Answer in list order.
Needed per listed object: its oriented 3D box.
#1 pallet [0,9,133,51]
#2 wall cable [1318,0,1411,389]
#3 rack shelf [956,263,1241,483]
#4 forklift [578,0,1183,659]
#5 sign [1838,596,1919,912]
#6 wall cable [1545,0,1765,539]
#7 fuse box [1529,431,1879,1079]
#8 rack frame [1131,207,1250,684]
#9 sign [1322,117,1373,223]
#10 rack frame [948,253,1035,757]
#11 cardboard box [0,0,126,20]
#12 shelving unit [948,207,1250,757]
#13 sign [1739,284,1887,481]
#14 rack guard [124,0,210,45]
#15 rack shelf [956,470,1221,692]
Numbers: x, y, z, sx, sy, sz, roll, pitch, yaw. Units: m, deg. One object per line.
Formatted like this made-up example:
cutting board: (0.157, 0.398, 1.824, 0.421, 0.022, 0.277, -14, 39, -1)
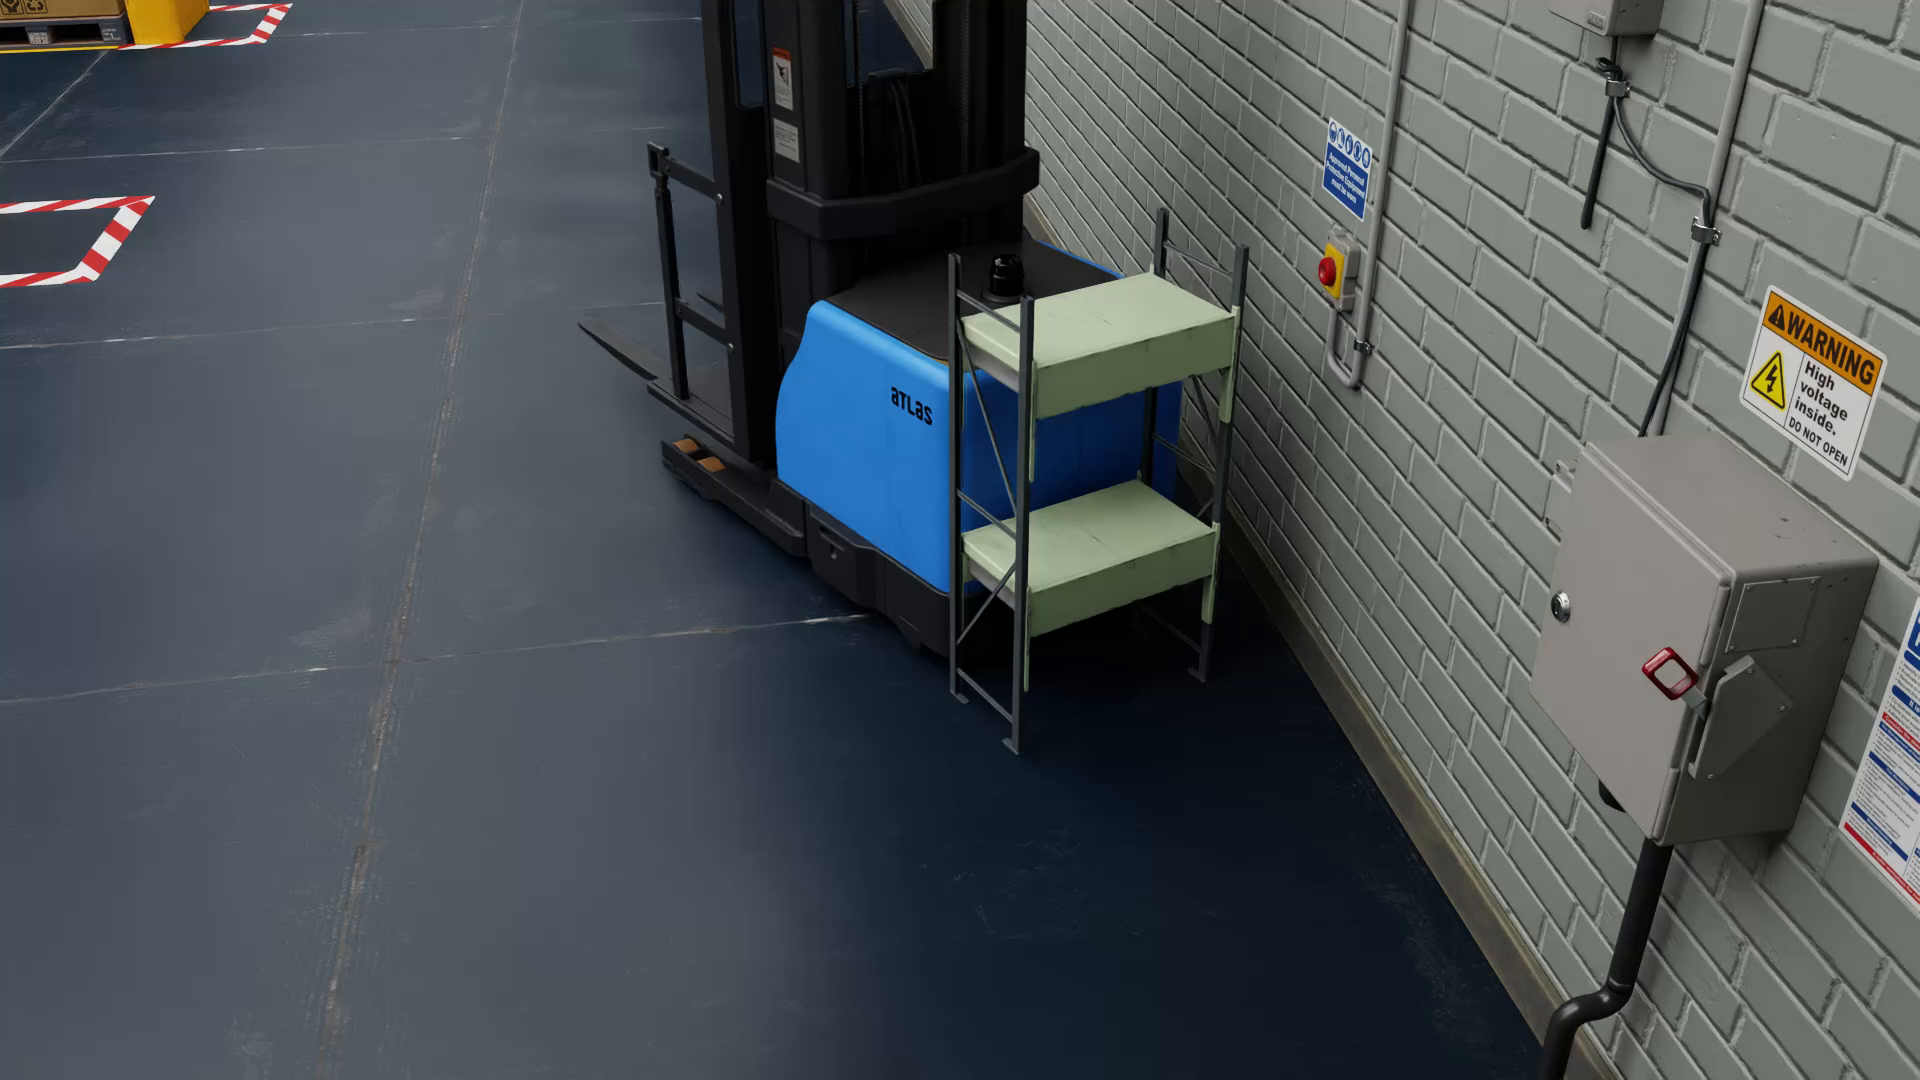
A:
pallet: (-7.019, -4.043, 12.917, 1.213, 0.211, 1.003, -5, 31, -9)
wall cable: (1.081, -1.394, 4.628, 0.123, 1.953, 0.585, -5, 31, -9)
rack shelf: (0.393, -0.503, 4.855, 0.720, 0.370, 0.431, -17, 35, -27)
forklift: (-0.533, -1.559, 6.009, 1.130, 2.935, 3.031, -21, 37, -32)
sign: (1.609, 0.387, 2.727, 0.001, 0.494, 0.329, -5, 31, -9)
wall cable: (1.348, -0.674, 3.435, 0.122, 1.984, 0.588, -5, 31, -9)
fuse box: (1.316, 0.674, 3.416, 0.414, 1.711, 0.539, -5, 31, -9)
rack frame: (0.704, -0.264, 5.220, 0.023, 1.500, 0.400, -17, 35, -27)
sign: (1.133, -1.088, 4.875, 0.001, 0.218, 0.327, -5, 31, -9)
rack frame: (0.082, -0.069, 4.887, 0.023, 1.500, 0.400, -17, 35, -27)
cardboard box: (-6.861, -4.524, 12.666, 0.875, 0.875, 0.875, -5, 31, -9)
shelving unit: (0.393, -0.166, 5.053, 0.755, 1.500, 0.431, -17, 35, -27)
sign: (1.510, -0.284, 2.959, 0.001, 0.242, 0.339, -5, 31, -9)
rack guard: (-6.223, -4.281, 13.038, 0.348, 0.500, 1.175, -5, 31, -9)
rack shelf: (0.393, 0.115, 5.219, 0.720, 0.370, 0.431, -17, 35, -27)
